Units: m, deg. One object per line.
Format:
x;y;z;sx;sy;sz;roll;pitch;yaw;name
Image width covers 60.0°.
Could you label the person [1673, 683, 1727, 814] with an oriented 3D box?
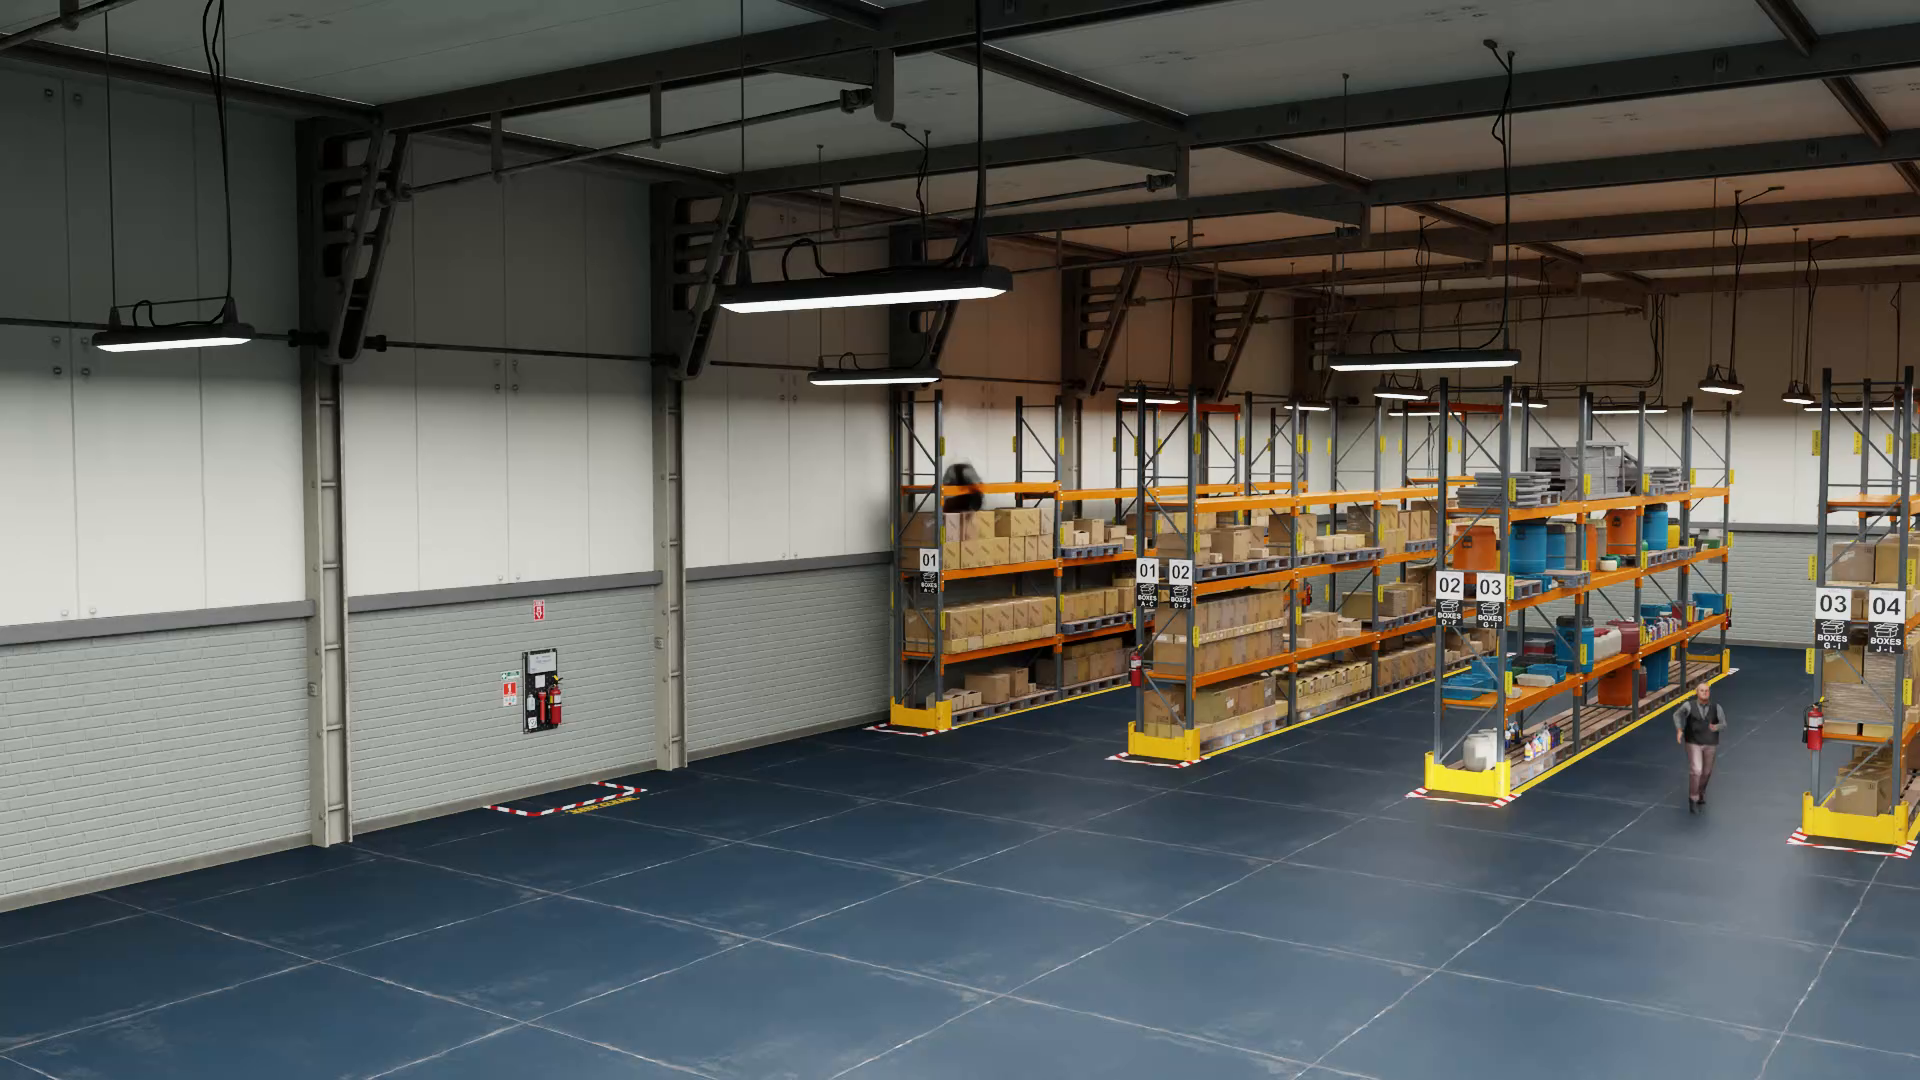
10.189;2.855;22.867;0.628;1.768;0.758;1;3;9;person
